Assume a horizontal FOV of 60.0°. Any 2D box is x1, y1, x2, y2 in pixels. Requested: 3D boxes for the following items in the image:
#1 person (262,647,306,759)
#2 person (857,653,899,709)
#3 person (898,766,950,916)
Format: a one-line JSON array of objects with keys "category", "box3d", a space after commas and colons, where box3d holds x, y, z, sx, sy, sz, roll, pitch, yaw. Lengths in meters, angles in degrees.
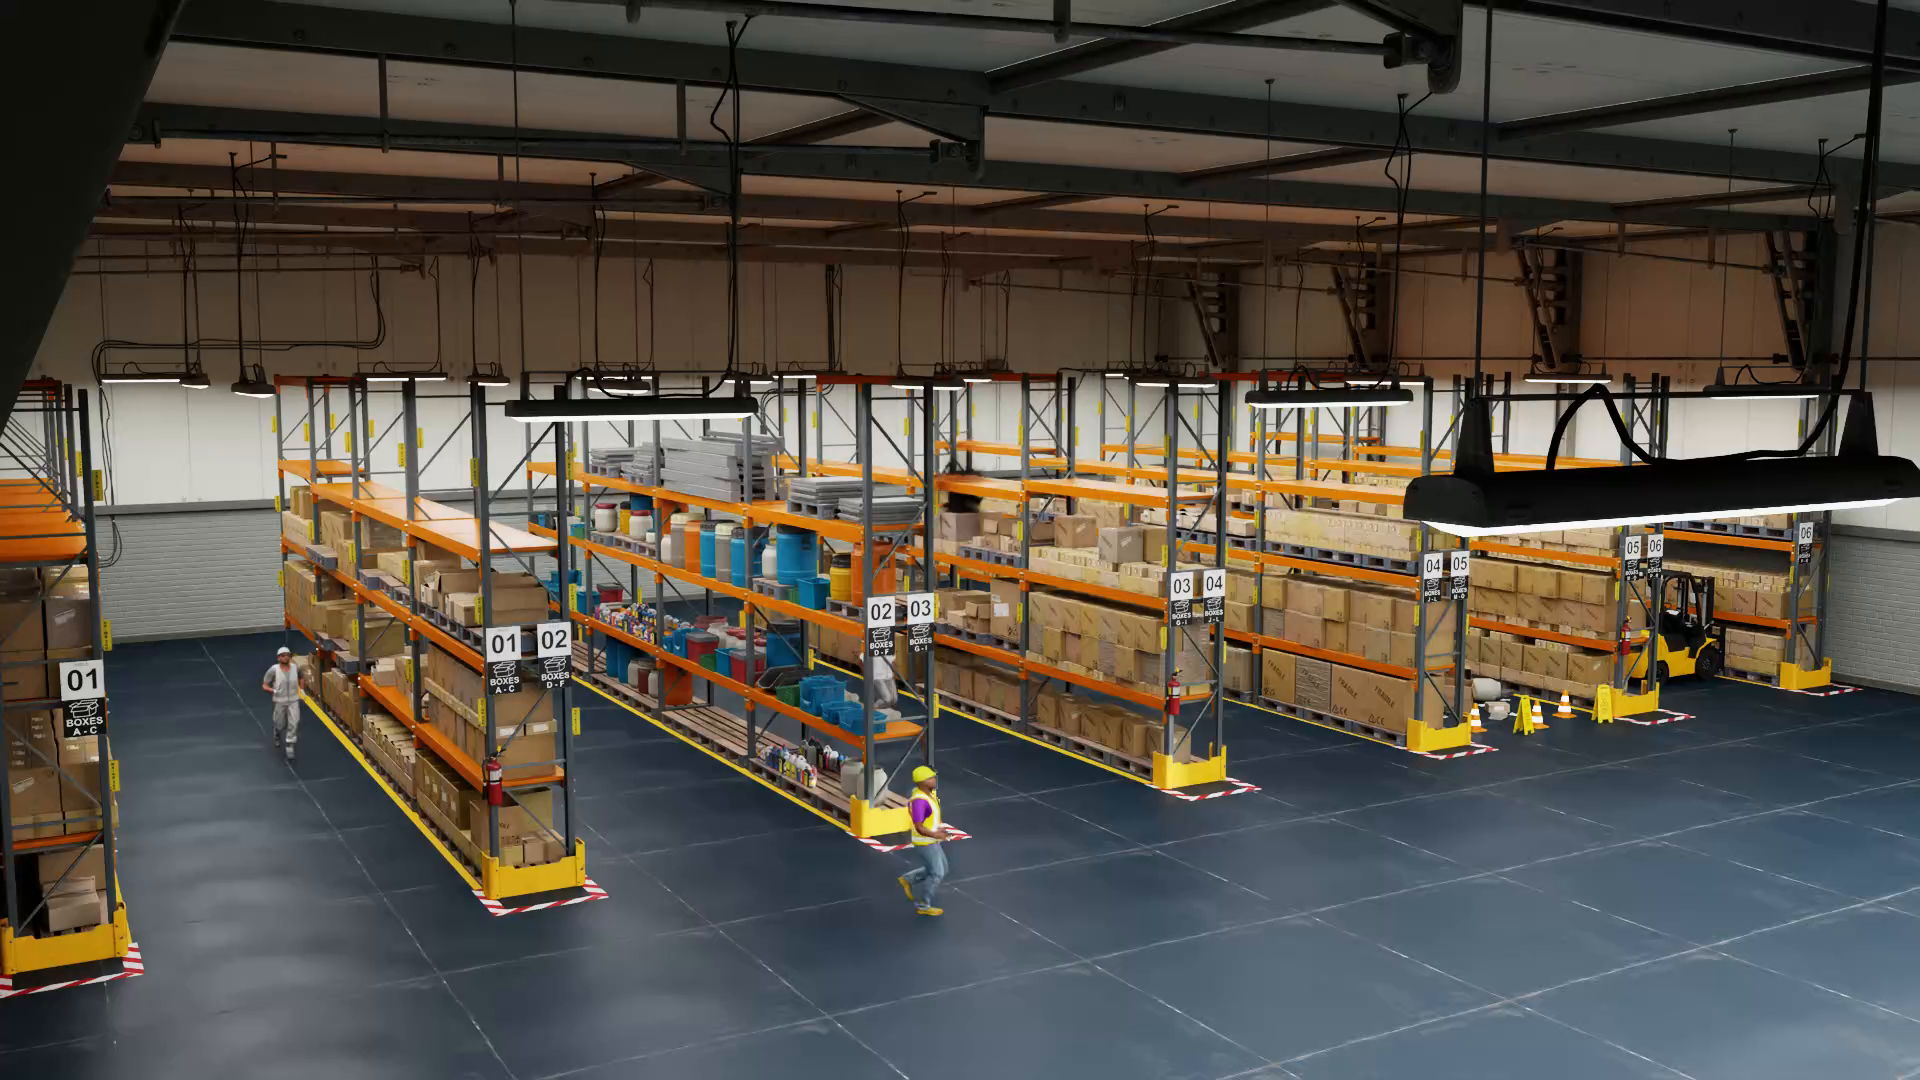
[{"category": "person", "box3d": [-10.723, 2.565, 26.419, 0.663, 1.757, 0.782, -4, 8, -35]}, {"category": "person", "box3d": [-1.307, 2.315, 28.150, 0.690, 1.656, 0.597, -6, 9, -44]}, {"category": "person", "box3d": [-0.410, 3.418, 18.910, 0.587, 1.719, 0.703, 0, 6, -2]}]
